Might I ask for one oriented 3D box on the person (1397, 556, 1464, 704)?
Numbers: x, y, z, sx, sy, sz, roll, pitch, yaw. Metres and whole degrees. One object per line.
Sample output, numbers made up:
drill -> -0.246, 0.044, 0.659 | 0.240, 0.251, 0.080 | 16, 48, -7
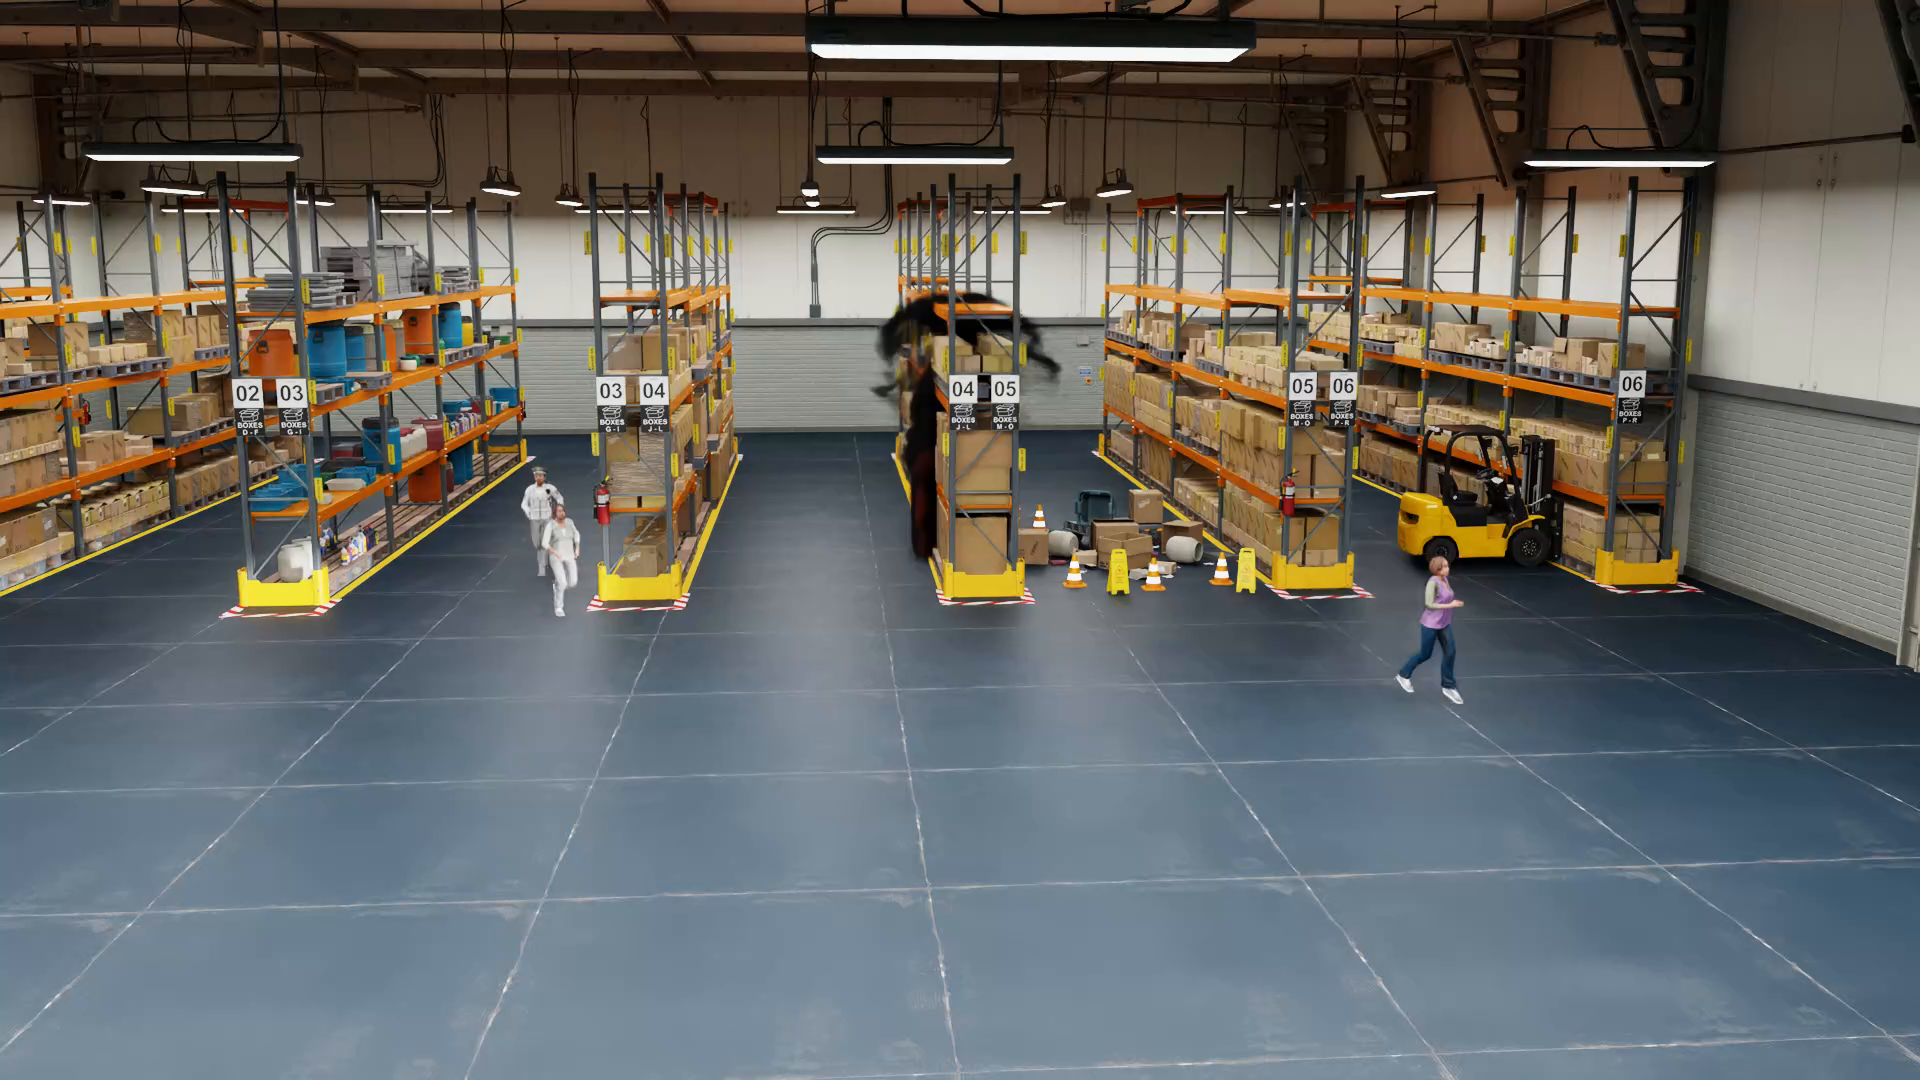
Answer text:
person -> 5.253, 1.022, 18.503 | 0.778, 1.533, 0.565 | 10, 14, 44

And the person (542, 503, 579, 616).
person -> -5.448, 0.265, 22.794 | 0.571, 1.567, 0.605 | -7, 12, -35

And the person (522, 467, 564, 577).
person -> -6.458, -0.315, 25.747 | 0.632, 1.670, 0.842 | -1, 10, -7
